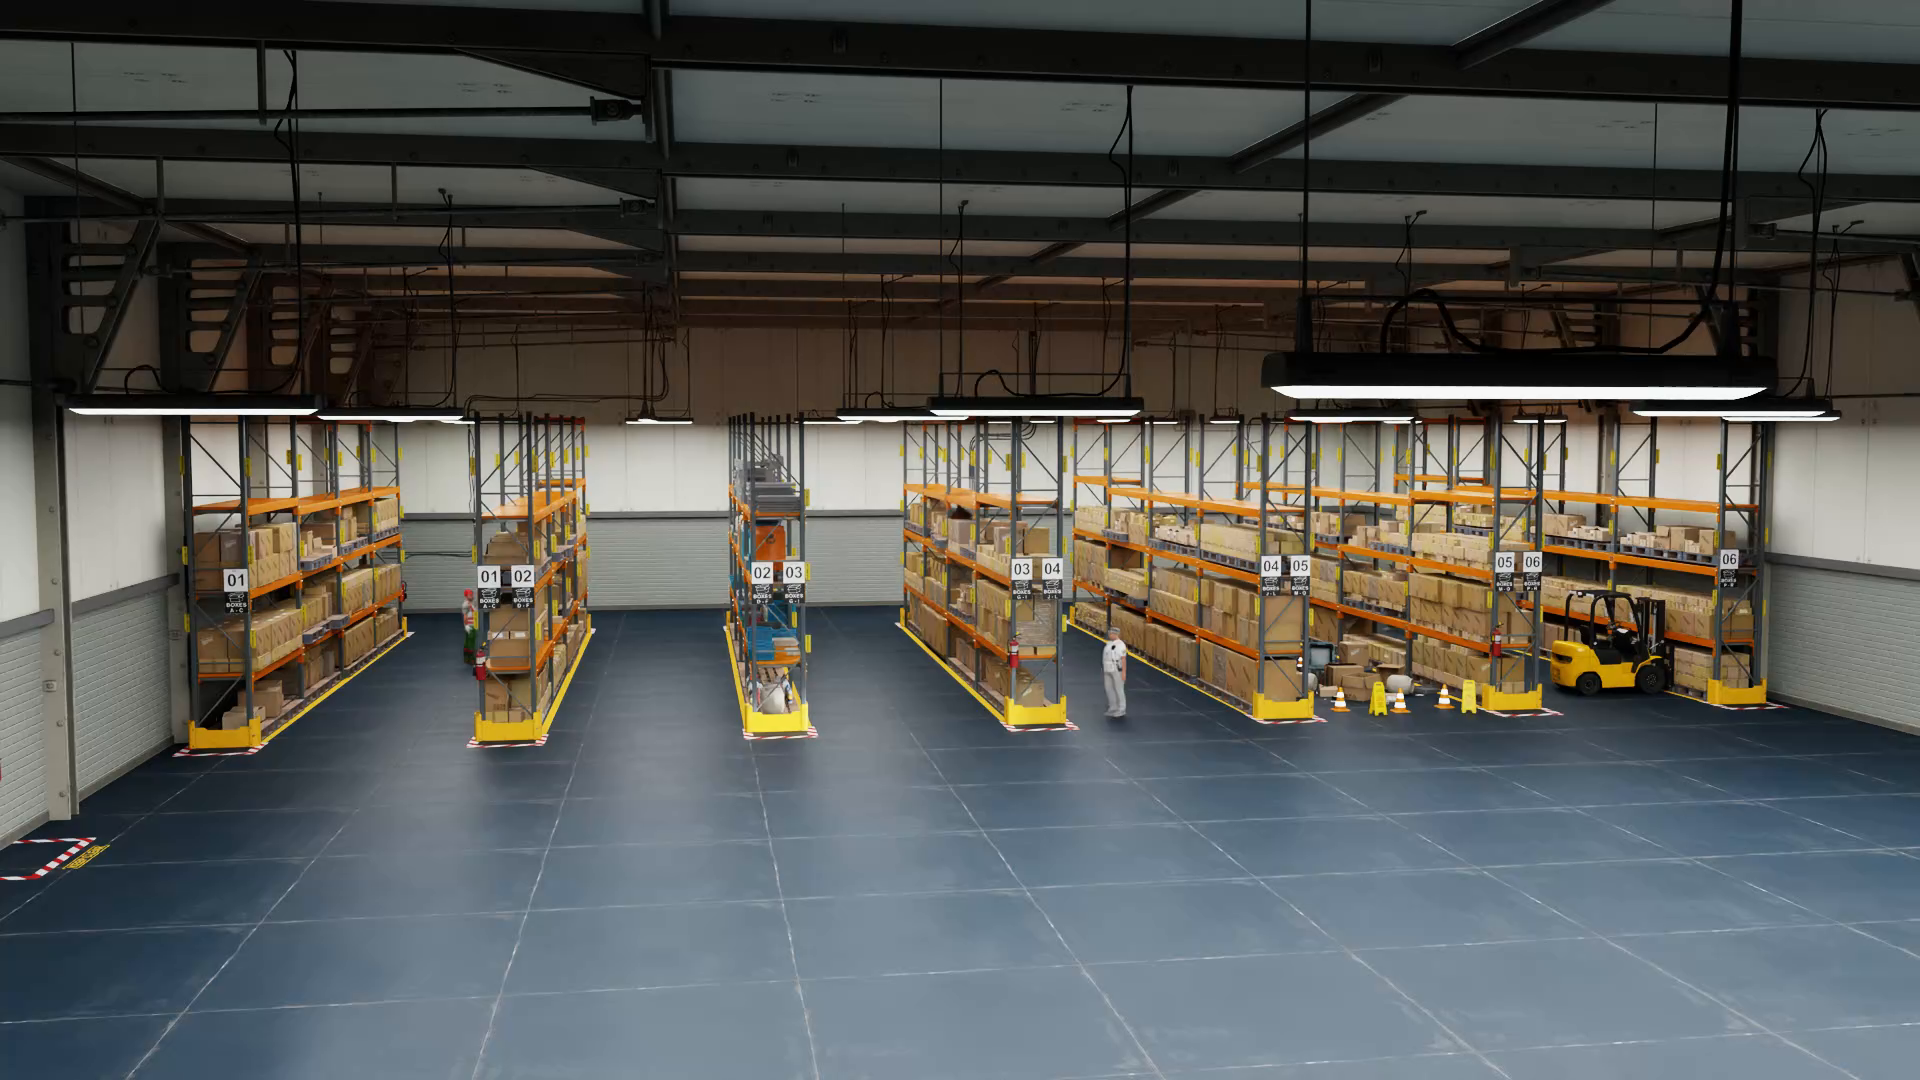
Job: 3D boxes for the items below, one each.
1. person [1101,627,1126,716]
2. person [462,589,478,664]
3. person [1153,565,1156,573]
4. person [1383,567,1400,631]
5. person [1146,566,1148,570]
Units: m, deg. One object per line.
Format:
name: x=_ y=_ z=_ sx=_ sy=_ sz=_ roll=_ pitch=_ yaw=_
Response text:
person: x=3.050 y=2.615 z=32.932 sx=0.419 sy=1.806 sz=0.669 roll=-3 pitch=5 yaw=-36
person: x=-11.835 y=2.087 z=40.336 sx=0.457 sy=1.800 sz=0.578 roll=-1 pitch=4 yaw=-15
person: x=5.831 y=1.495 z=50.422 sx=0.562 sy=1.575 sz=0.420 roll=-1 pitch=4 yaw=-17
person: x=12.164 y=1.657 z=46.690 sx=0.535 sy=1.776 sz=0.620 roll=1 pitch=4 yaw=12
person: x=5.454 y=1.600 z=48.346 sx=0.356 sy=1.684 sz=0.504 roll=0 pitch=4 yaw=6
